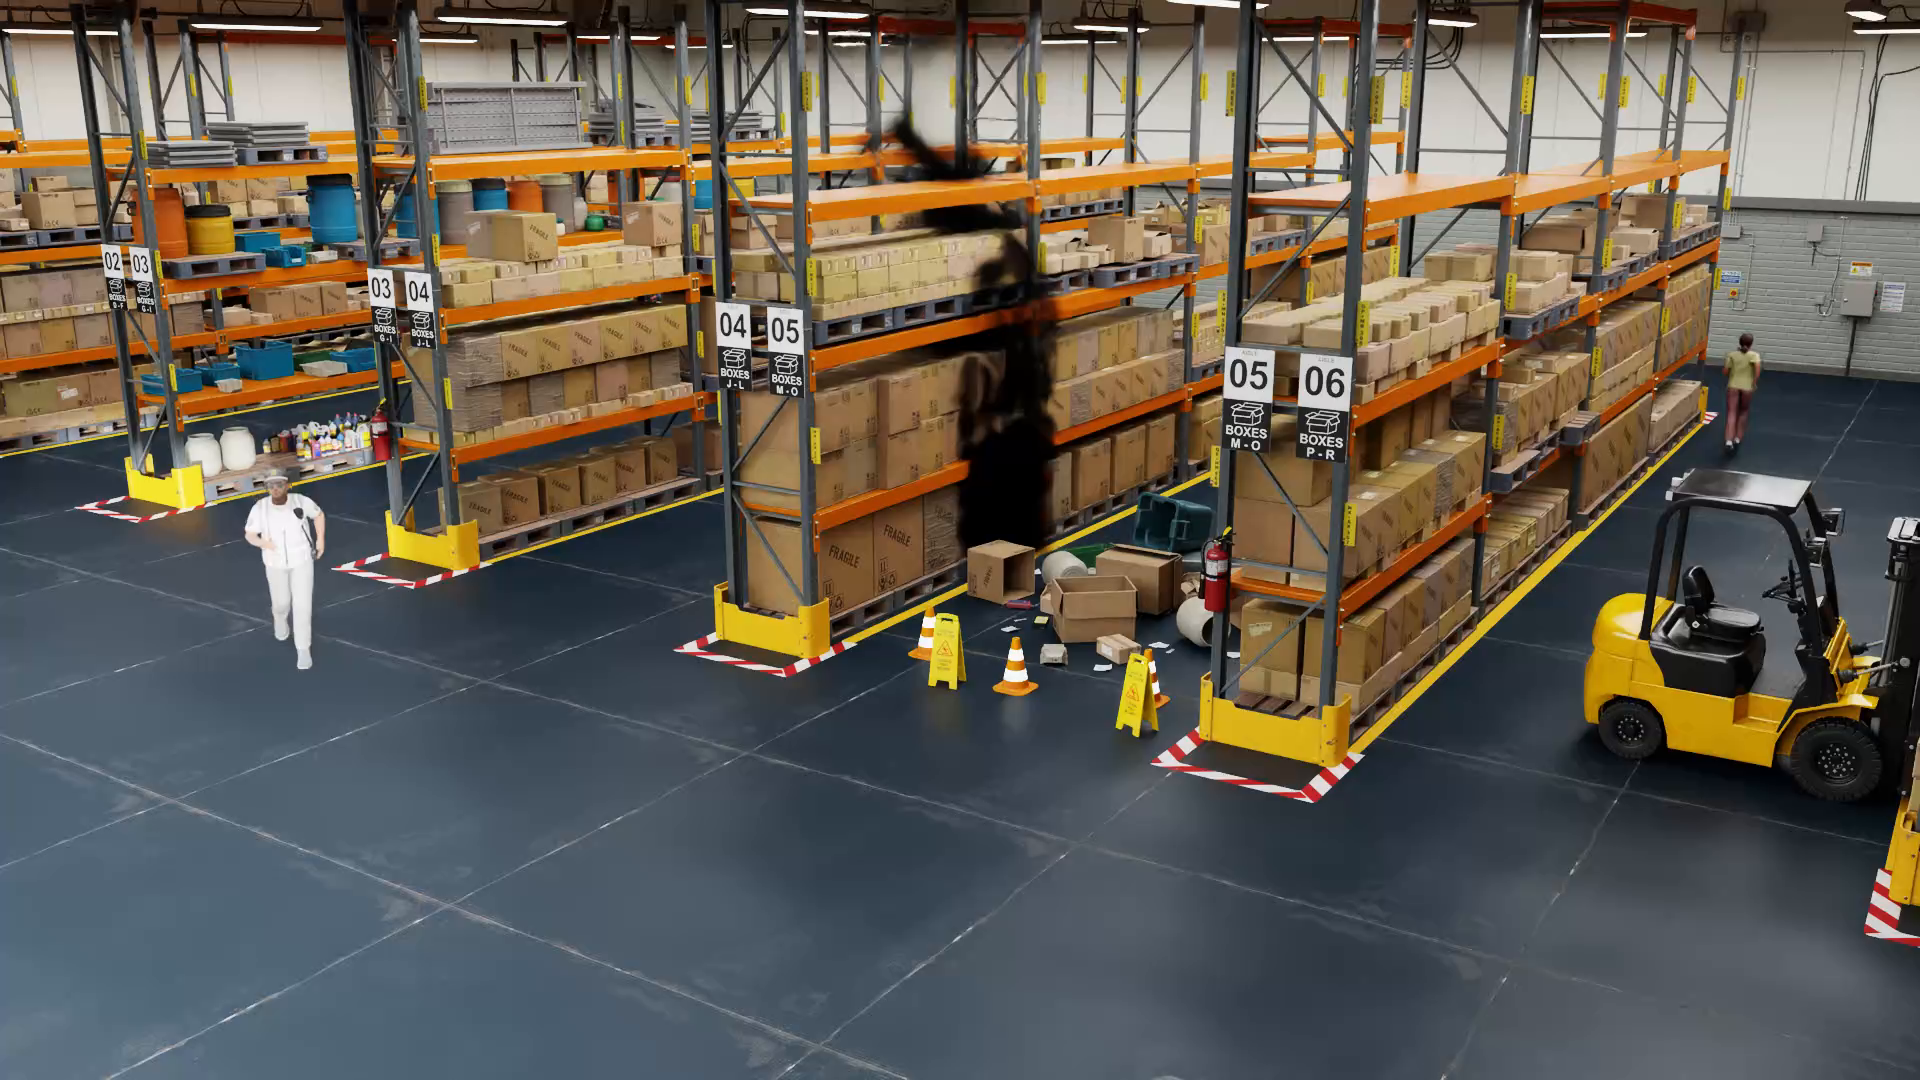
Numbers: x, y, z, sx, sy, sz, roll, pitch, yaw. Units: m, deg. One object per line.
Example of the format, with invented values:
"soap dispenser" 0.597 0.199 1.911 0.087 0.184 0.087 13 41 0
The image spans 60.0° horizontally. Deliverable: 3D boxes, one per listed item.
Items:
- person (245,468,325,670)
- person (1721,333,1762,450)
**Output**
"person" -6.139 0.201 15.216 0.672 1.798 0.982 -5 16 -18
"person" 11.032 -2.065 23.566 0.508 1.707 0.854 7 17 24
